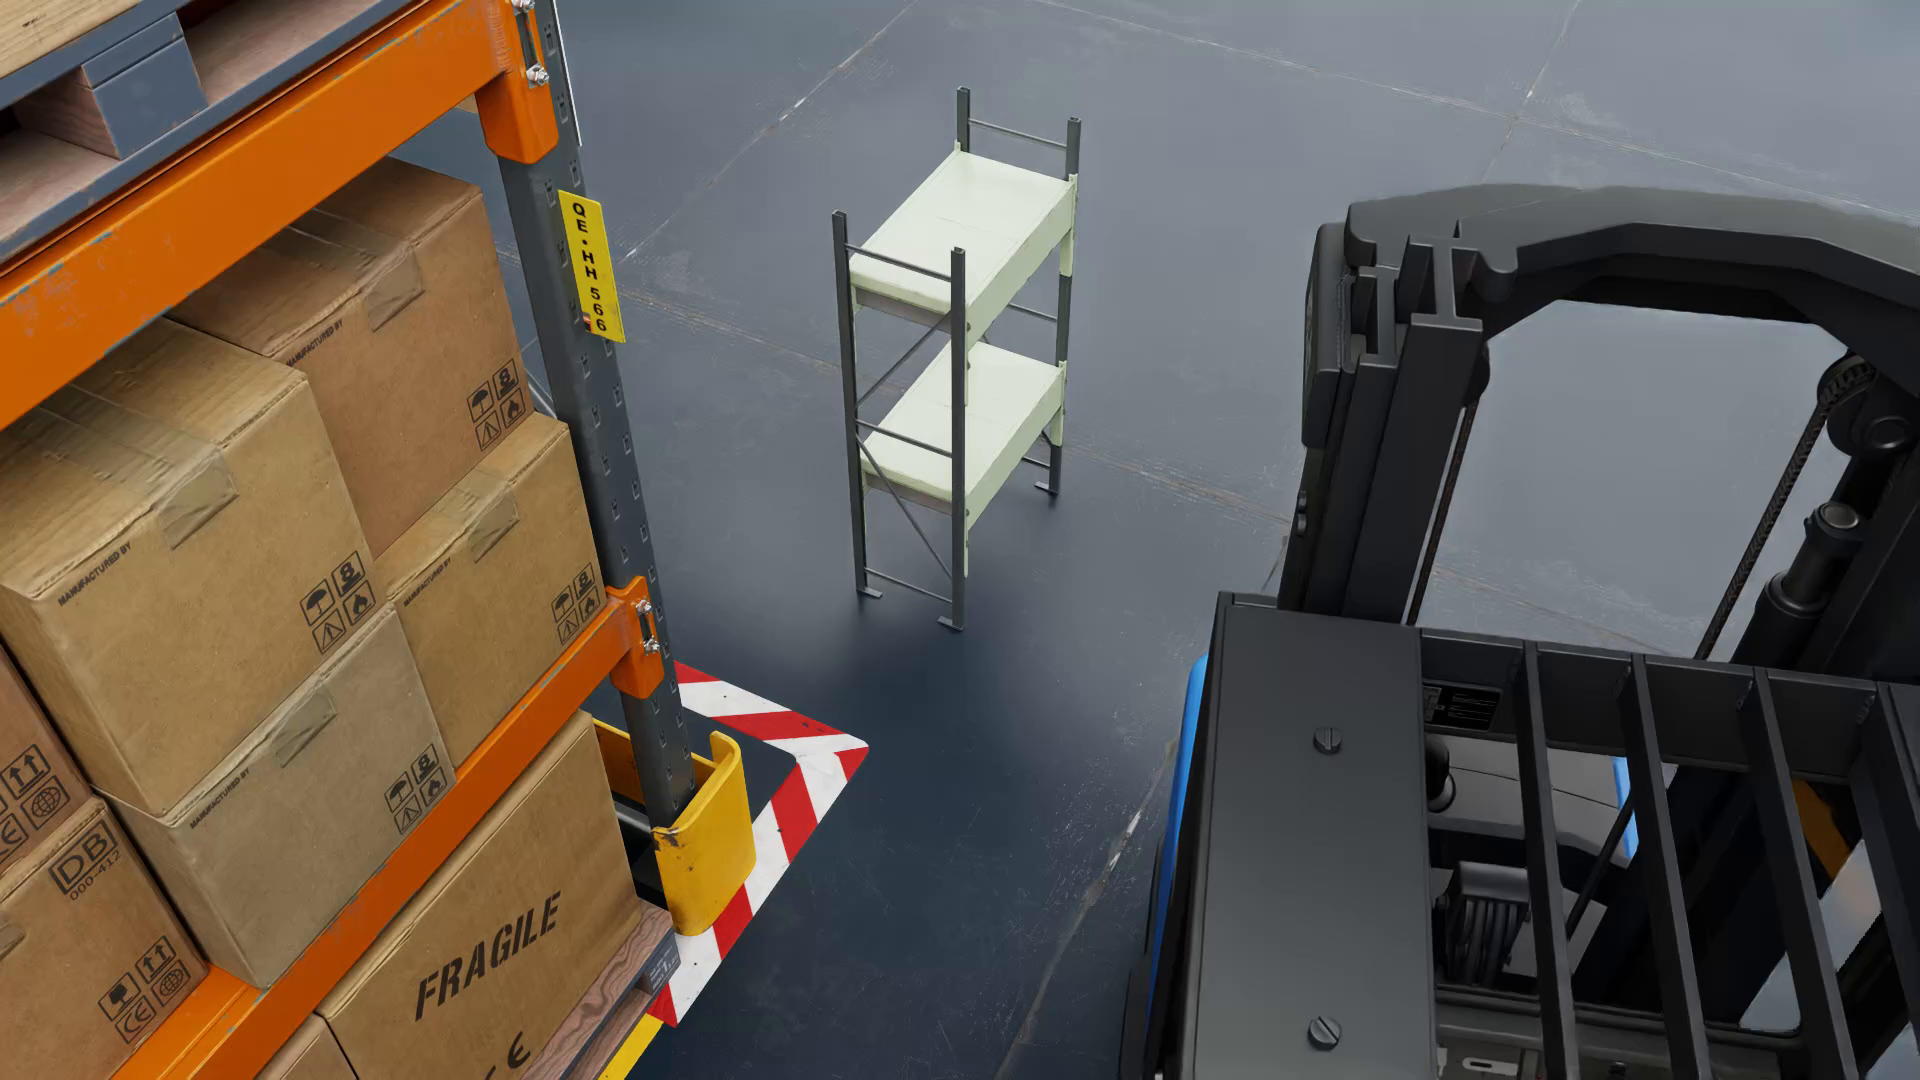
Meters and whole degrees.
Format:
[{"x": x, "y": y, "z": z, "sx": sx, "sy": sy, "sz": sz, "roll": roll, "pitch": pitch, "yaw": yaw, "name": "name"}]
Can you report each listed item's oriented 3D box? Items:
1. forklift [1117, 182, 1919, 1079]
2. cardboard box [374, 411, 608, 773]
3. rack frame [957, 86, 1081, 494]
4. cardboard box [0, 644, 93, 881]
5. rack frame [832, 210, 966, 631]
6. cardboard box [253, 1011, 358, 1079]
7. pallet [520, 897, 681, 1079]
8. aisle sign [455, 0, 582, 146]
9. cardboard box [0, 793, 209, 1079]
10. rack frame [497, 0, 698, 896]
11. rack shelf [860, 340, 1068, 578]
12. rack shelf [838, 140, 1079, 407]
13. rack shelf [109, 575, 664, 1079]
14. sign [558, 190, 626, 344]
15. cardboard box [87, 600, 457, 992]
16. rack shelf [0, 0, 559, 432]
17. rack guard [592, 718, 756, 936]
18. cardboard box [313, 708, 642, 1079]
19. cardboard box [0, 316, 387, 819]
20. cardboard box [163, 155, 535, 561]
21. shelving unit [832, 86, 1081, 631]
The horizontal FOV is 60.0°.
[{"x": 0.824, "y": 1.064, "z": 2.638, "sx": 1.130, "sy": 2.935, "sz": 3.031, "roll": 7, "pitch": 46, "yaw": 7, "name": "forklift"}, {"x": -1.309, "y": -0.019, "z": 3.554, "sx": 0.875, "sy": 0.550, "sz": 0.550, "roll": 20, "pitch": 49, "yaw": 19, "name": "cardboard box"}, {"x": 0.173, "y": -0.762, "z": 5.449, "sx": 0.400, "sy": 1.500, "sz": 0.023, "roll": 20, "pitch": 49, "yaw": 19, "name": "rack frame"}, {"x": -1.938, "y": 0.259, "z": 2.521, "sx": 0.875, "sy": 0.550, "sz": 0.550, "roll": 20, "pitch": 49, "yaw": 19, "name": "cardboard box"}, {"x": -0.167, "y": -0.301, "z": 4.993, "sx": 0.400, "sy": 1.500, "sz": 0.023, "roll": 20, "pitch": 49, "yaw": 19, "name": "rack frame"}, {"x": -1.840, "y": 1.389, "z": 3.467, "sx": 0.875, "sy": 0.875, "sz": 0.875, "roll": 20, "pitch": 49, "yaw": 18, "name": "cardboard box"}, {"x": -1.479, "y": 1.295, "z": 4.322, "sx": 1.003, "sy": 0.211, "sz": 1.213, "roll": 20, "pitch": 49, "yaw": 19, "name": "pallet"}, {"x": -0.879, "y": -1.074, "z": 2.875, "sx": 0.394, "sy": 0.787, "sz": 0.004, "roll": 20, "pitch": 49, "yaw": 19, "name": "aisle sign"}, {"x": -1.916, "y": 0.646, "z": 2.897, "sx": 0.875, "sy": 0.550, "sz": 0.550, "roll": 20, "pitch": 49, "yaw": 19, "name": "cardboard box"}, {"x": -1.177, "y": -0.215, "z": 3.853, "sx": 1.000, "sy": 3.000, "sz": 0.127, "roll": 20, "pitch": 49, "yaw": 19, "name": "rack frame"}, {"x": 0.003, "y": -0.302, "z": 5.453, "sx": 0.431, "sy": 0.370, "sz": 0.720, "roll": 20, "pitch": 49, "yaw": 19, "name": "rack shelf"}, {"x": 0.003, "y": -0.806, "z": 4.943, "sx": 0.431, "sy": 0.370, "sz": 0.720, "roll": 20, "pitch": 49, "yaw": 19, "name": "rack shelf"}, {"x": -2.106, "y": 1.298, "z": 2.864, "sx": 1.077, "sy": 0.370, "sz": 4.000, "roll": 20, "pitch": 49, "yaw": 19, "name": "rack shelf"}, {"x": -0.703, "y": -0.517, "z": 3.171, "sx": 0.100, "sy": 0.325, "sz": 0.005, "roll": 20, "pitch": 49, "yaw": 19, "name": "sign"}, {"x": -1.545, "y": 0.335, "z": 3.204, "sx": 0.875, "sy": 0.550, "sz": 0.550, "roll": 20, "pitch": 49, "yaw": 19, "name": "cardboard box"}, {"x": -2.106, "y": 0.244, "z": 1.797, "sx": 1.077, "sy": 0.370, "sz": 4.000, "roll": 20, "pitch": 49, "yaw": 19, "name": "rack shelf"}, {"x": -1.166, "y": 0.649, "z": 4.757, "sx": 1.175, "sy": 0.500, "sz": 0.348, "roll": 20, "pitch": 49, "yaw": 19, "name": "rack guard"}, {"x": -1.433, "y": 0.834, "z": 4.016, "sx": 0.875, "sy": 0.875, "sz": 0.875, "roll": 21, "pitch": 49, "yaw": 19, "name": "cardboard box"}, {"x": -1.557, "y": -0.049, "z": 2.825, "sx": 0.875, "sy": 0.550, "sz": 0.550, "roll": 20, "pitch": 49, "yaw": 19, "name": "cardboard box"}, {"x": -1.384, "y": -0.426, "z": 3.197, "sx": 0.875, "sy": 0.550, "sz": 0.550, "roll": 20, "pitch": 49, "yaw": 19, "name": "cardboard box"}, {"x": 0.003, "y": -0.531, "z": 5.221, "sx": 0.431, "sy": 1.500, "sz": 0.755, "roll": 20, "pitch": 49, "yaw": 19, "name": "shelving unit"}]
